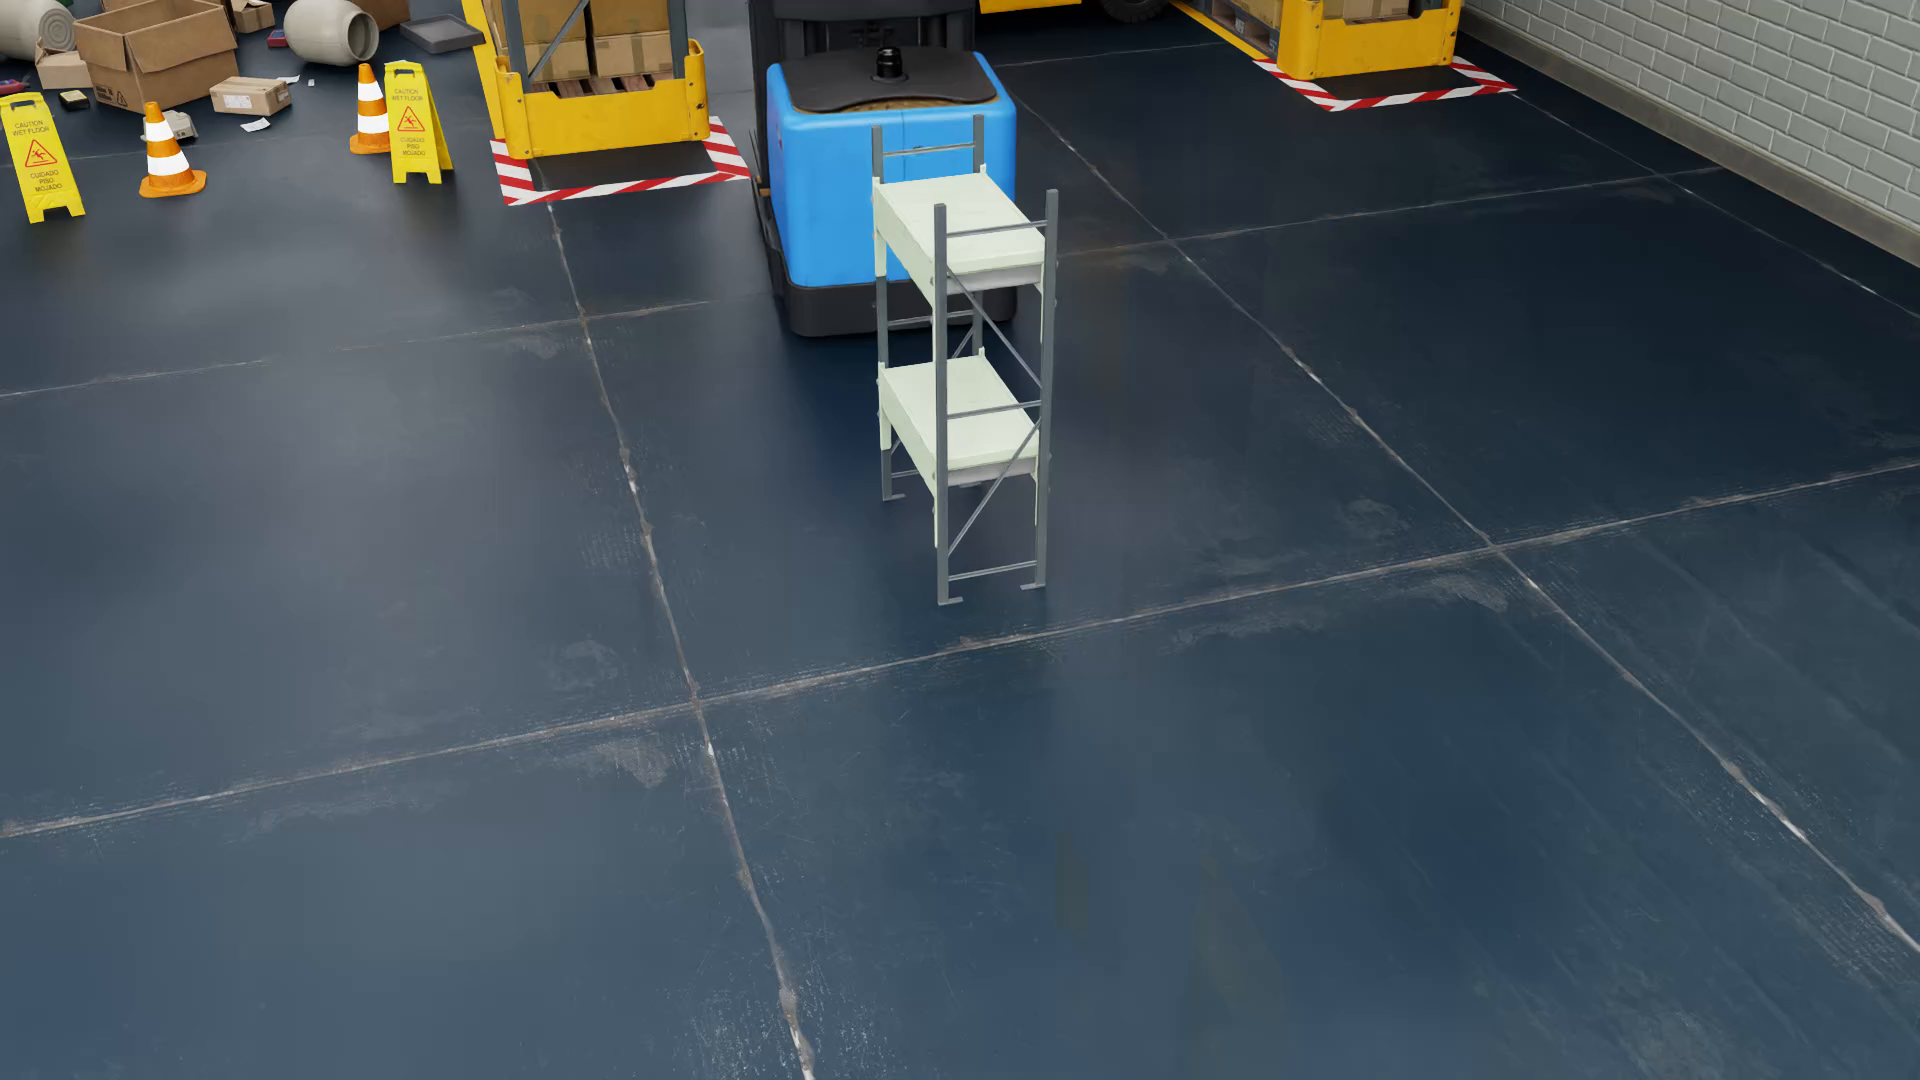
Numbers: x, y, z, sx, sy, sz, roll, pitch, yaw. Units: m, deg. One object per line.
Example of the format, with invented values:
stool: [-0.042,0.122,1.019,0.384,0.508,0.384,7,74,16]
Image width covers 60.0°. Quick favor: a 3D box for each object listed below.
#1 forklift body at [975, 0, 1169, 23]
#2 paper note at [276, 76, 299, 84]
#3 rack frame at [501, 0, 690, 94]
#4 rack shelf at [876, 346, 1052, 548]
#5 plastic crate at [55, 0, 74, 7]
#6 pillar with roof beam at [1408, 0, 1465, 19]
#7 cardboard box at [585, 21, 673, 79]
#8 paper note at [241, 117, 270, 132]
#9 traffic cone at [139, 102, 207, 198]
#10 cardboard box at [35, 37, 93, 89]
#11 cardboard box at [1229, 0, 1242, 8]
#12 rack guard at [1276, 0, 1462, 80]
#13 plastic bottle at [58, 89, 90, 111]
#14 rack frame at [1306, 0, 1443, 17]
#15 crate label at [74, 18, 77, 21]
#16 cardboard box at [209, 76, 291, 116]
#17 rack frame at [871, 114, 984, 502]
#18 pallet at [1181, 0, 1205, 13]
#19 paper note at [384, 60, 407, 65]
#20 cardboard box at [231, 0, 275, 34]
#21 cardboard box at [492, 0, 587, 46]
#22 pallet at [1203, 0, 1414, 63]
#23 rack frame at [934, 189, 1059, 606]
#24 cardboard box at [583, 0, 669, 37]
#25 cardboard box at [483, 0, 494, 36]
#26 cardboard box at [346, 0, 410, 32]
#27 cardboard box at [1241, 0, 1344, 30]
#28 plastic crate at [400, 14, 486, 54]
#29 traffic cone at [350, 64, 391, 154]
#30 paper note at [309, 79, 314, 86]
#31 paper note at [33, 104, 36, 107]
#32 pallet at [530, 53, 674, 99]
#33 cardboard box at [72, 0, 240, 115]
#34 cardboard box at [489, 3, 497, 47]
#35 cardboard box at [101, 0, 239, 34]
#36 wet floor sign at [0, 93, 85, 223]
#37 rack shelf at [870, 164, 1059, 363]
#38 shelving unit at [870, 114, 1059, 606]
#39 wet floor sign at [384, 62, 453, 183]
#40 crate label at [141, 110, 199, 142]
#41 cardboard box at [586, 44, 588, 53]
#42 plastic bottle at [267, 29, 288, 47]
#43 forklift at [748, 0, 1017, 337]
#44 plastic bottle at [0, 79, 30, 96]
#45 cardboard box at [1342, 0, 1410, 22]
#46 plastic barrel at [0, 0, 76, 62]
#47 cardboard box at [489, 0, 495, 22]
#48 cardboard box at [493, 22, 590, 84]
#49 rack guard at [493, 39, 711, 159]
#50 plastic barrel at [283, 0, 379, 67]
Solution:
forklift body: [0.358,-4.750,11.488,2.313,2.155,1.214,-10,35,-15]
paper note: [-4.353,-2.968,10.724,0.148,0.019,0.142,1,33,2]
rack frame: [-2.052,-3.579,8.945,1.000,3.000,0.127,-10,35,-15]
rack shelf: [0.002,-0.350,6.011,0.431,0.370,0.720,-10,35,-15]
plastic crate: [-6.655,-3.773,11.738,0.450,0.188,0.662,-2,32,16]
pillar with roof beam: [-0.780,-6.712,8.244,9.100,9.000,0.400,-10,35,-15]
cardboard box: [-2.035,-3.077,10.299,0.500,0.250,0.500,-10,35,-15]
paper note: [-4.236,-2.502,10.008,0.148,0.019,0.142,-23,40,-31]
traffic cone: [-4.365,-2.164,9.105,0.336,0.463,0.334,-10,35,-15]
cardboard box: [-5.677,-3.060,10.640,0.396,0.266,0.258,-4,34,-6]
cardboard box: [2.087,-3.900,11.544,0.500,0.250,0.500,-10,35,-15]
rack guard: [2.681,-3.360,10.881,1.175,0.500,0.348,-10,35,-15]
plastic bottle: [-5.522,-2.743,10.346,0.133,0.061,0.283,-23,40,-31]
rack frame: [2.674,-4.416,10.211,1.000,3.000,0.127,-10,35,-15]
crate label: [-6.226,-3.518,11.449,0.250,0.136,0.298,19,38,26]
cardboard box: [-4.376,-2.738,10.258,0.380,0.149,0.250,7,34,10]
rack frame: [-0.110,-0.814,6.122,0.400,1.500,0.023,-10,35,-15]
pallet: [2.032,-4.286,12.545,1.003,0.211,1.213,-10,35,-15]
paper note: [-3.716,-3.152,10.993,0.142,0.019,0.148,-23,40,-31]
cardboard box: [-5.068,-3.750,11.684,0.396,0.266,0.258,19,38,26]
cardboard box: [-2.545,-3.297,9.951,0.500,0.500,0.500,-10,35,-14]
pallet: [2.401,-3.647,11.577,1.003,0.211,1.213,-10,35,-15]
rack frame: [0.114,-0.430,5.540,0.400,1.500,0.023,-10,35,-15]
cardboard box: [-2.043,-3.402,10.111,0.500,0.500,0.500,-11,35,-16]
cardboard box: [-2.871,-3.533,10.989,0.500,0.250,0.500,-11,35,-16]
cardboard box: [-4.241,-3.846,11.614,0.500,0.500,0.500,13,36,18]
cardboard box: [2.229,-3.637,11.147,0.500,0.250,0.500,-10,35,-14]
plastic crate: [-3.574,-3.499,11.472,0.402,0.080,0.583,-23,40,-31]
traffic cone: [-3.412,-2.529,9.658,0.336,0.463,0.334,-10,35,-15]
paper note: [-4.171,-2.942,10.693,0.032,0.001,0.123,-10,35,-15]
paper note: [-5.754,-2.685,10.304,0.032,0.001,0.123,7,34,10]
pallet: [-2.290,-2.888,10.429,1.003,0.211,1.213,-10,35,-15]
cardboard box: [-4.999,-3.034,10.385,0.637,0.503,0.797,19,38,26]
cardboard box: [-2.706,-3.259,10.575,0.500,0.250,0.500,-10,35,-15]
cardboard box: [-5.292,-3.580,11.088,0.797,0.637,0.503,-10,35,-15]
wet floor sign: [-4.841,-2.029,8.735,0.267,0.644,0.232,-16,37,-23]
rack shelf: [0.002,-0.948,5.616,0.431,0.370,0.720,-10,35,-15]
shelving unit: [0.002,-0.622,5.831,0.431,1.500,0.755,-10,35,-15]
wet floor sign: [-3.013,-2.317,9.171,0.267,0.644,0.232,1,33,2]
crate label: [-4.664,-2.431,9.804,0.298,0.136,0.250,27,42,34]
cardboard box: [-2.184,-3.346,10.706,0.500,0.250,0.500,-9,34,-13]
plastic bottle: [-4.665,-3.460,11.431,0.133,0.061,0.283,-4,34,-6]
forklift: [-0.515,-2.944,8.046,1.130,2.935,3.031,-6,34,-9]
plastic bottle: [-6.051,-2.862,10.525,0.283,0.061,0.133,-23,40,-31]
cardboard box: [2.710,-3.734,11.294,0.500,0.250,0.500,-10,35,-15]
plastic barrel: [-6.149,-3.381,10.983,0.512,0.421,0.421,13,36,18]
cardboard box: [-2.707,-3.570,10.365,0.500,0.500,0.500,-9,34,-13]
cardboard box: [-2.562,-2.999,10.180,0.500,0.250,0.500,-10,35,-15]
rack guard: [-2.076,-2.576,9.695,1.175,0.500,0.348,-10,35,-15]
plastic barrel: [-4.124,-3.334,10.911,0.512,0.421,0.421,13,36,18]
